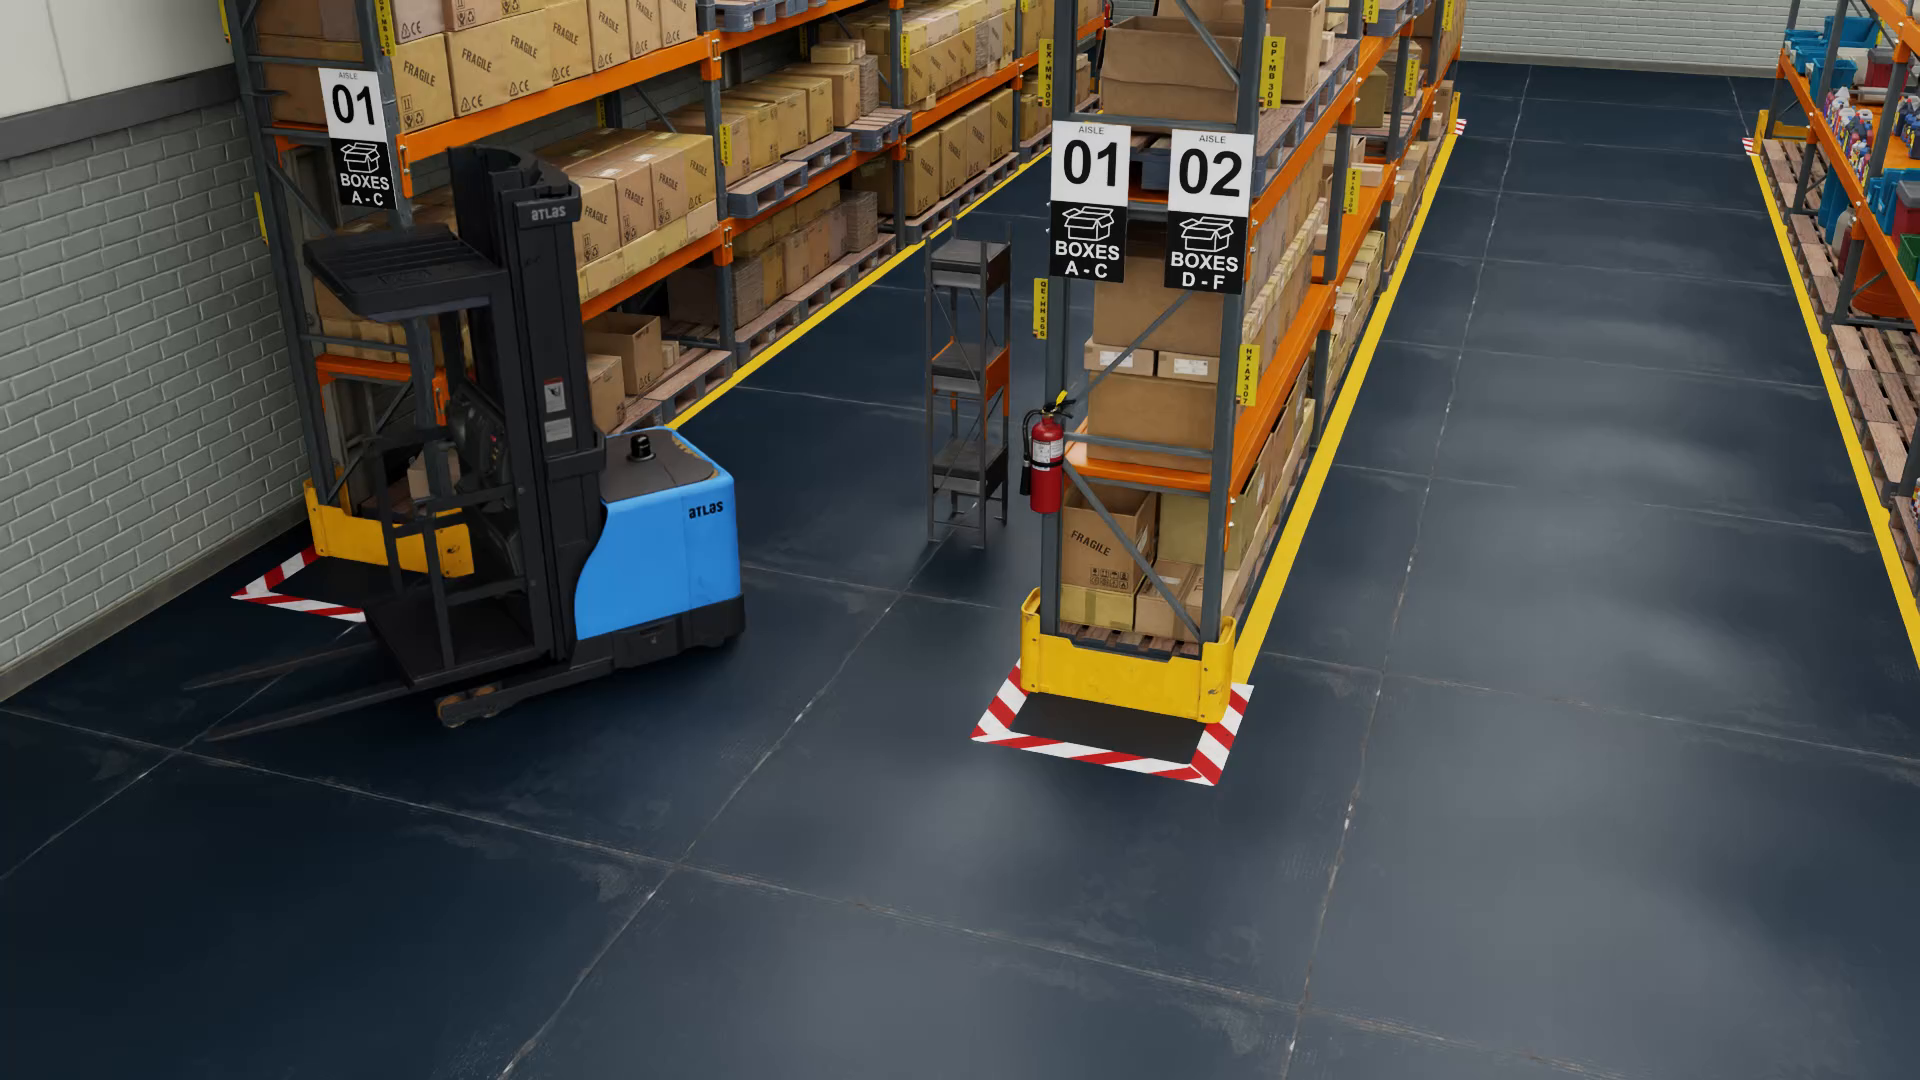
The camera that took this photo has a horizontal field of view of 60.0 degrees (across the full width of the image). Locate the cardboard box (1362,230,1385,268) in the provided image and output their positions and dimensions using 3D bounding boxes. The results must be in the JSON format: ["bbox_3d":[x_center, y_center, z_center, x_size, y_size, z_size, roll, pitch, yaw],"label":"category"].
[{"bbox_3d":[3.662,-2.736,15.489,0.500,0.311,0.500,9,27,19],"label":"cardboard box"}]

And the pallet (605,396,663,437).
[{"bbox_3d":[-2.994,-0.817,12.696,1.003,0.211,1.213,9,27,17],"label":"pallet"}]

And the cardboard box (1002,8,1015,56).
[{"bbox_3d":[0.347,-6.106,19.939,0.500,0.500,0.500,8,27,17],"label":"cardboard box"}]

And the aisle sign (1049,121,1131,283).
[{"bbox_3d":[0.643,-1.681,8.298,0.394,0.787,0.004,9,27,17],"label":"aisle sign"}]

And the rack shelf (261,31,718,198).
[{"bbox_3d":[-3.065,-3.061,11.513,1.077,0.370,4.000,9,27,17],"label":"rack shelf"}]

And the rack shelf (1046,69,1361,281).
[{"bbox_3d":[1.607,-2.344,10.033,1.077,0.370,4.000,9,27,17],"label":"rack shelf"}]

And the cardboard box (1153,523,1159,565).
[{"bbox_3d":[0.997,0.082,10.311,0.500,0.250,0.500,9,27,17],"label":"cardboard box"}]

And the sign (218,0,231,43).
[{"bbox_3d":[-4.248,-3.050,9.649,0.100,0.325,0.005,9,27,17],"label":"sign"}]

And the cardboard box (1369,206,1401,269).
[{"bbox_3d":[4.025,-3.002,16.372,0.500,0.500,0.500,10,28,20],"label":"cardboard box"}]

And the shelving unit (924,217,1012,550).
[{"bbox_3d":[0.055,-1.013,10.933,0.431,2.100,0.503,9,27,17],"label":"shelving unit"}]

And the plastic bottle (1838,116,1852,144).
[{"bbox_3d":[8.642,-3.995,16.207,0.097,0.271,0.097,0,26,0],"label":"plastic bottle"}]

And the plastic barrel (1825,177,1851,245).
[{"bbox_3d":[9.172,-3.440,16.838,0.600,0.901,0.708,9,27,17],"label":"plastic barrel"}]

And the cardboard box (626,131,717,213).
[{"bbox_3d":[-2.265,-2.896,13.079,0.500,0.500,0.500,9,27,17],"label":"cardboard box"}]

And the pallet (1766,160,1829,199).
[{"bbox_3d":[10.217,-4.263,19.813,1.003,0.211,1.213,9,27,17],"label":"pallet"}]

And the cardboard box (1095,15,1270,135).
[{"bbox_3d":[1.137,-2.380,8.520,0.797,0.503,0.637,11,28,21],"label":"cardboard box"}]

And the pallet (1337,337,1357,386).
[{"bbox_3d":[2.886,-1.696,14.511,1.003,0.211,1.213,9,27,17],"label":"pallet"}]

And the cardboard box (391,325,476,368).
[{"bbox_3d":[-3.269,-1.309,10.660,0.500,0.250,0.500,8,27,16],"label":"cardboard box"}]

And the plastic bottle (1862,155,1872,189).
[{"bbox_3d":[8.006,-3.239,14.632,0.061,0.283,0.133,9,27,17],"label":"plastic bottle"}]

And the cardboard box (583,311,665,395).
[{"bbox_3d":[-2.707,-1.497,13.263,0.500,0.500,0.500,7,27,14],"label":"cardboard box"}]

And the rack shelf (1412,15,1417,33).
[{"bbox_3d":[4.269,-5.632,16.823,1.077,0.370,4.000,9,27,17],"label":"rack shelf"}]

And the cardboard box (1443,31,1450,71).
[{"bbox_3d":[5.529,-5.853,19.782,0.500,0.500,0.500,9,27,18],"label":"cardboard box"}]

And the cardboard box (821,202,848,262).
[{"bbox_3d":[-1.540,-3.075,16.522,0.700,0.500,0.500,9,27,17],"label":"cardboard box"}]

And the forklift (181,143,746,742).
[{"bbox_3d":[-2.808,-0.555,9.032,3.031,2.935,1.130,-15,30,-29],"label":"forklift"}]

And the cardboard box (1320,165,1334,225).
[{"bbox_3d":[2.719,-2.714,13.299,0.500,0.500,0.500,11,28,21],"label":"cardboard box"}]

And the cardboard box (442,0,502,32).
[{"bbox_3d":[-3.159,-3.389,10.080,0.500,0.500,0.500,8,27,17],"label":"cardboard box"}]

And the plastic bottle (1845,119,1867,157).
[{"bbox_3d":[8.479,-3.799,15.710,0.144,0.351,0.185,9,27,17],"label":"plastic bottle"}]

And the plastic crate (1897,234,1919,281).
[{"bbox_3d":[7.256,-2.081,12.349,0.450,0.188,0.662,9,27,17],"label":"plastic crate"}]

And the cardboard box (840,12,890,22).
[{"bbox_3d":[-0.987,-5.462,17.749,0.500,0.250,0.500,8,27,16],"label":"cardboard box"}]

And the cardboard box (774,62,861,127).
[{"bbox_3d":[-1.376,-4.315,16.101,0.700,0.500,0.500,6,27,13],"label":"cardboard box"}]

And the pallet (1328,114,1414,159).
[{"bbox_3d":[3.763,-3.986,16.260,1.213,0.211,1.003,9,27,17],"label":"pallet"}]

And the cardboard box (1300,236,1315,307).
[{"bbox_3d":[2.131,-2.001,11.827,0.700,0.500,0.500,8,27,16],"label":"cardboard box"}]

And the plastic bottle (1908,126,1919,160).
[{"bbox_3d":[9.053,-3.774,15.659,0.144,0.351,0.185,9,27,17],"label":"plastic bottle"}]

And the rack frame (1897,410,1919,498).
[{"bbox_3d":[6.943,-1.420,10.740,1.000,3.000,0.127,9,27,17],"label":"rack frame"}]

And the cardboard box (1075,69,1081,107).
[{"bbox_3d":[1.288,-6.344,23.297,0.700,0.500,0.500,9,27,17],"label":"cardboard box"}]

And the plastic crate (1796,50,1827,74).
[{"bbox_3d":[10.005,-5.585,19.466,0.416,0.233,0.300,9,27,17],"label":"plastic crate"}]

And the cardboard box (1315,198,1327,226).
[{"bbox_3d":[2.384,-2.334,11.769,0.380,0.149,0.250,9,27,17],"label":"cardboard box"}]

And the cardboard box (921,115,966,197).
[{"bbox_3d":[-0.403,-4.364,18.806,0.750,0.750,0.750,9,27,17],"label":"cardboard box"}]

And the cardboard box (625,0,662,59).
[{"bbox_3d":[-2.515,-3.811,12.100,0.500,0.500,0.500,6,27,13],"label":"cardboard box"}]

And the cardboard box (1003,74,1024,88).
[{"bbox_3d":[0.633,-6.087,22.022,0.380,0.149,0.250,8,27,16],"label":"cardboard box"}]

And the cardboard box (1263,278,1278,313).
[{"bbox_3d":[1.702,-1.492,10.031,0.380,0.149,0.250,8,27,17],"label":"cardboard box"}]

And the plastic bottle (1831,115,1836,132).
[{"bbox_3d":[8.841,-4.209,16.729,0.097,0.201,0.097,0,26,0],"label":"plastic bottle"}]

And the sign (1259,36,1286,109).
[{"bbox_3d":[1.463,-2.192,7.799,0.100,0.325,0.005,9,27,17],"label":"sign"}]

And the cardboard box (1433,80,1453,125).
[{"bbox_3d":[6.317,-5.885,22.326,0.500,0.500,0.500,9,27,17],"label":"cardboard box"}]

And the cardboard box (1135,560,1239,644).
[{"bbox_3d":[1.330,0.365,9.728,0.500,0.250,0.500,9,27,17],"label":"cardboard box"}]

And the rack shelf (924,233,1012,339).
[{"bbox_3d":[0.055,-1.631,10.634,0.431,0.518,0.480,9,27,17],"label":"rack shelf"}]

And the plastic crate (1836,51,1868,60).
[{"bbox_3d":[10.725,-5.781,19.982,0.396,0.136,0.243,9,27,17],"label":"plastic crate"}]

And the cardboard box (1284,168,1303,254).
[{"bbox_3d":[1.797,-2.172,10.690,0.700,0.500,0.500,9,27,17],"label":"cardboard box"}]

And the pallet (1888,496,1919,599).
[{"bbox_3d":[6.680,0.105,10.790,1.003,0.211,1.213,9,27,17],"label":"pallet"}]

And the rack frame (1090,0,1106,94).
[{"bbox_3d":[1.594,-7.788,23.893,1.000,3.000,0.127,9,27,17],"label":"rack frame"}]

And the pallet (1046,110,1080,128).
[{"bbox_3d":[0.994,-5.693,22.766,1.003,0.211,1.213,9,27,17],"label":"pallet"}]

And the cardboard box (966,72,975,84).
[{"bbox_3d":[-0.047,-5.344,19.111,0.380,0.149,0.250,8,27,16],"label":"cardboard box"}]

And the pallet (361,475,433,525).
[{"bbox_3d":[-3.402,-0.318,11.664,1.003,0.211,1.213,9,27,17],"label":"pallet"}]

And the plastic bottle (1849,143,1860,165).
[{"bbox_3d":[8.333,-3.582,15.434,0.097,0.201,0.097,0,26,0],"label":"plastic bottle"}]

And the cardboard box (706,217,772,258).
[{"bbox_3d":[-2.027,-2.753,14.997,0.500,0.250,0.500,8,27,16],"label":"cardboard box"}]
